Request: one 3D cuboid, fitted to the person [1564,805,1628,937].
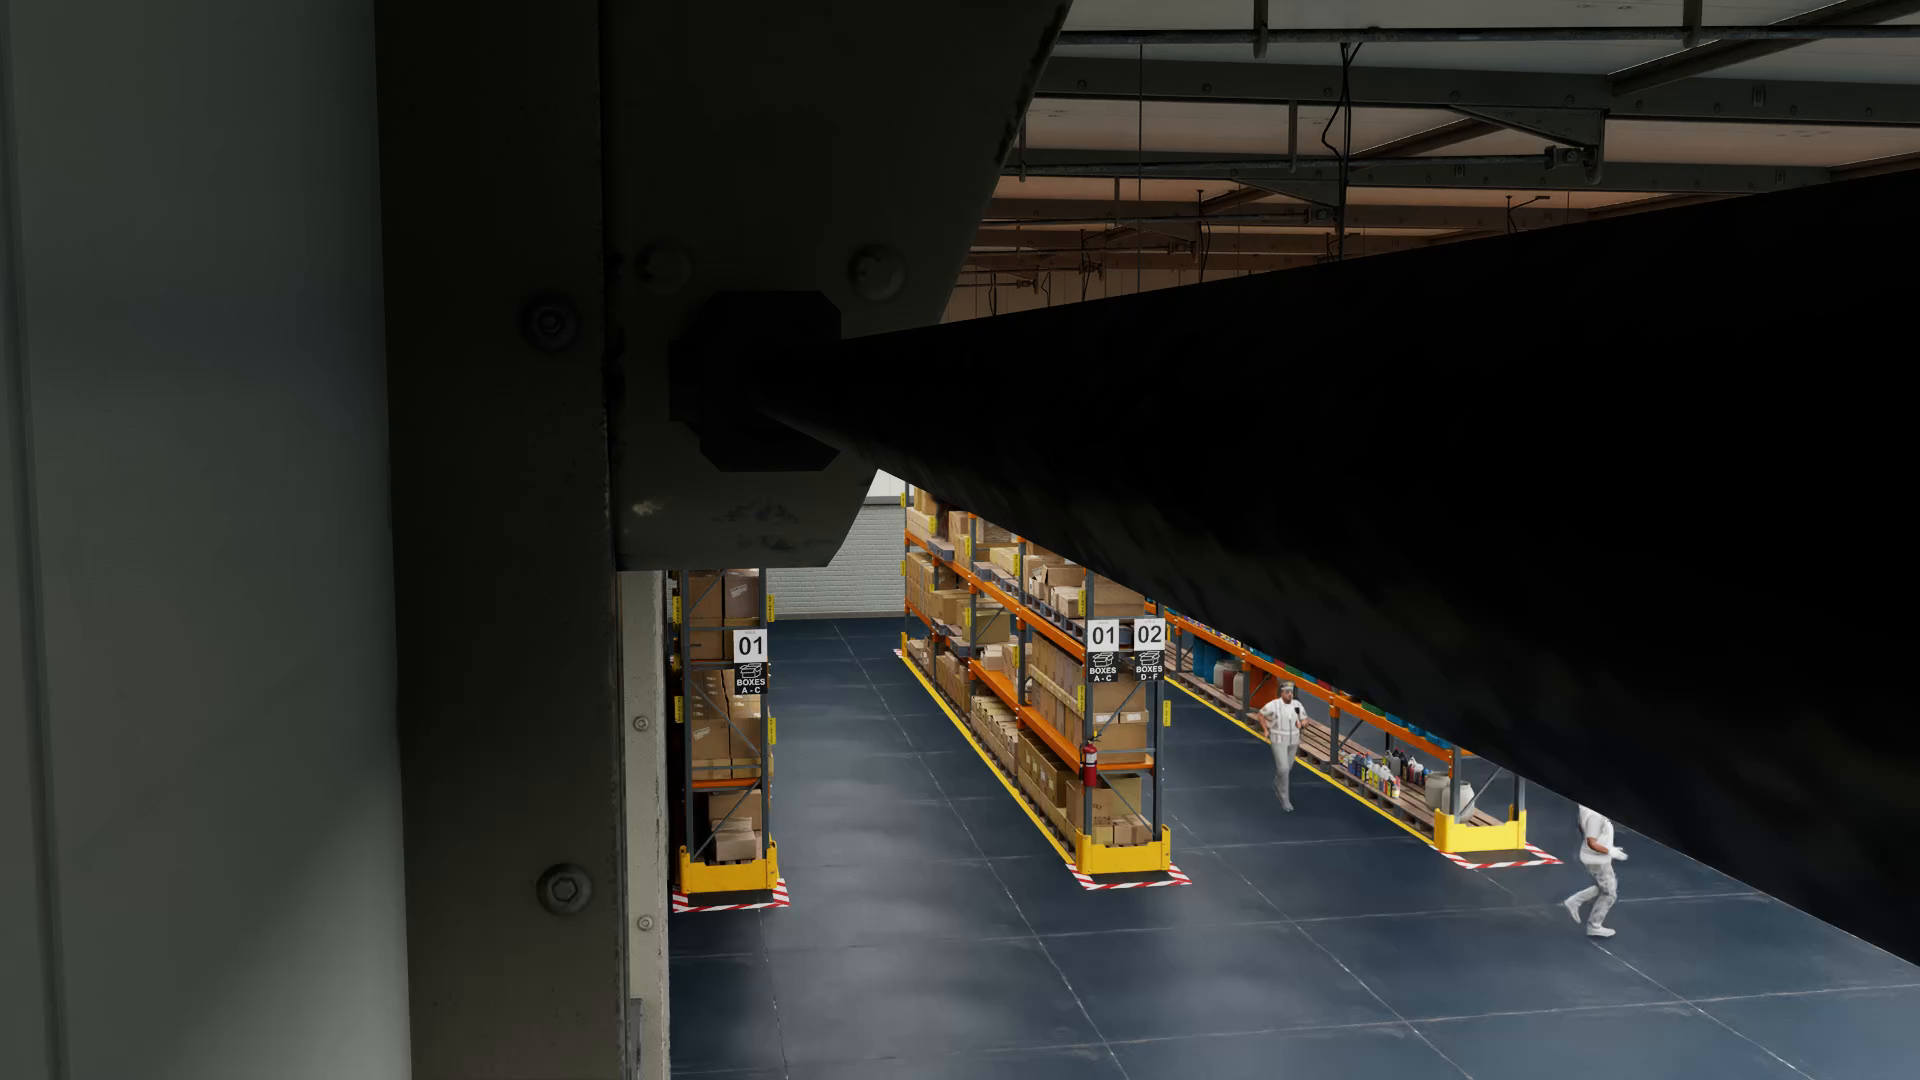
[{"bbox_3d":[7.080,3.550,18.514,0.620,1.733,0.678,2,6,15],"label":"person"}]

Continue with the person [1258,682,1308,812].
[{"bbox_3d":[4.714,2.941,24.084,0.654,1.825,0.818,-2,6,-17],"label":"person"}]
